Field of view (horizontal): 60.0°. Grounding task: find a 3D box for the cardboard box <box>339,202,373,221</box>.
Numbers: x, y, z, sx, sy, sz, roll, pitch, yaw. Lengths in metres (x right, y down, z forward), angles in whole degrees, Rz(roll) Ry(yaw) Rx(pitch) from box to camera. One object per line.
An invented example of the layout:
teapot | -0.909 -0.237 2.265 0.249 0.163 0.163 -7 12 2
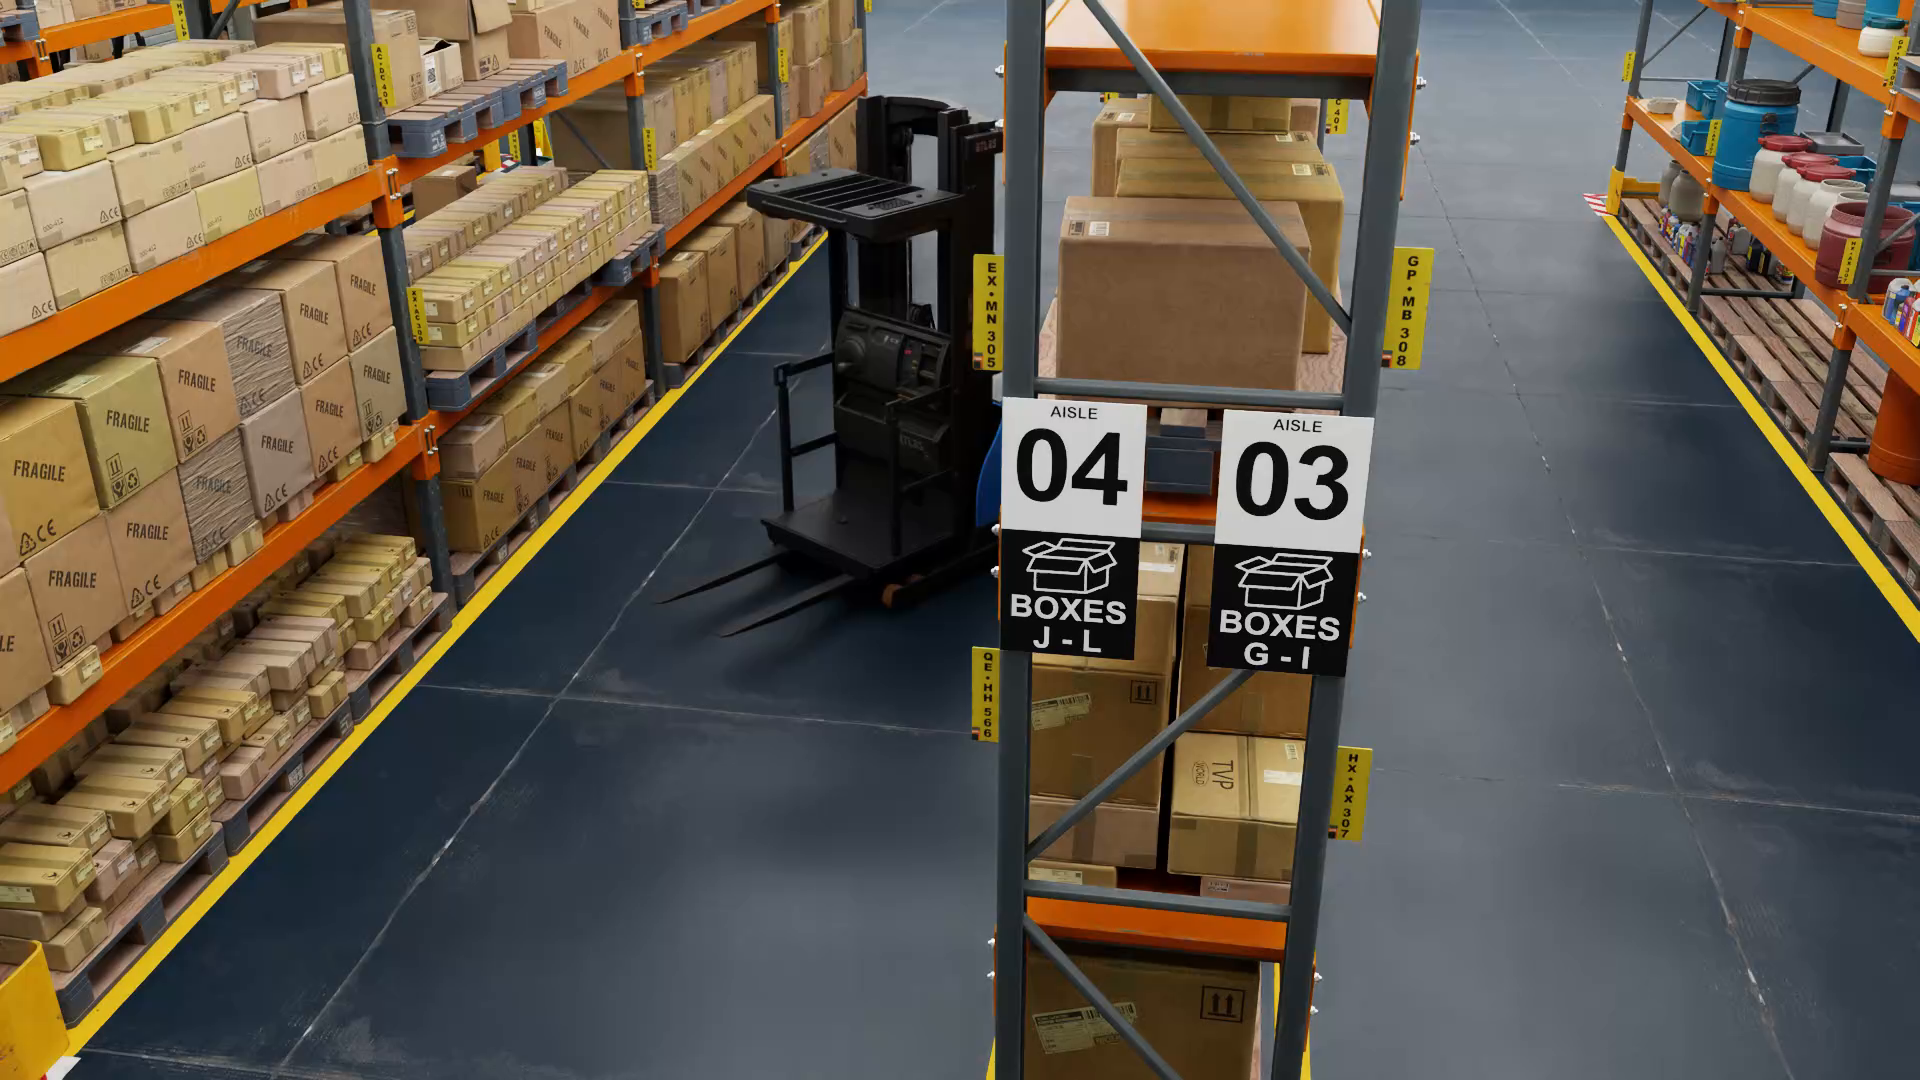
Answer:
cardboard box | -6.834 -3.731 18.430 0.500 0.250 0.500 3 25 6

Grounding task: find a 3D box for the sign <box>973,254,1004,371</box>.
sign | 0.086 -0.619 4.546 0.100 0.325 0.005 4 25 9

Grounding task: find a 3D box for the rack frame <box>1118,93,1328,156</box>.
rack frame | 1.273 -3.242 7.562 1.000 3.000 0.127 4 25 9

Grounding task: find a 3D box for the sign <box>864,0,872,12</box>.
sign | -1.110 -6.518 19.992 0.100 0.325 0.005 4 25 9

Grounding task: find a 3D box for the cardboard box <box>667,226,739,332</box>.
cardboard box | -2.623 -2.370 14.933 1.050 0.750 0.750 4 25 9

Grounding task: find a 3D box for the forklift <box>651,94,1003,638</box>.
forklift | -0.573 -1.135 10.217 1.130 2.935 3.031 22 33 38

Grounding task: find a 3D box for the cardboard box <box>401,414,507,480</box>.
cardboard box | -3.223 -0.600 10.561 0.500 0.250 0.500 3 25 6

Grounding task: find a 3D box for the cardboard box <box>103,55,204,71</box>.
cardboard box | -3.953 -2.284 8.169 0.380 0.149 0.250 4 25 8

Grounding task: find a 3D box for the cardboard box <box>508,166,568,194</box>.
cardboard box | -3.218 -2.748 12.682 0.380 0.149 0.250 4 25 9

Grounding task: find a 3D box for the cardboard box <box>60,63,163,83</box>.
cardboard box | -4.040 -2.178 7.943 0.380 0.149 0.250 3 25 7

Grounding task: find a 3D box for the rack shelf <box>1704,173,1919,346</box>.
rack shelf | 7.140 -2.366 13.614 1.077 0.370 4.000 4 25 9

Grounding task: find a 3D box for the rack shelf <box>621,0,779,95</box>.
rack shelf | -2.624 -4.453 14.536 1.077 0.370 4.000 4 25 9

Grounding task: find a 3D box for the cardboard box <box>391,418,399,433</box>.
cardboard box | -3.420 -0.662 9.422 0.380 0.149 0.250 4 25 8

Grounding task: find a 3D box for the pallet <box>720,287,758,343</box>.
pallet | -2.545 -2.154 15.604 1.003 0.211 1.213 4 25 9

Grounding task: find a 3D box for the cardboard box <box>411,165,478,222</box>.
cardboard box | -5.436 -3.658 17.582 0.500 0.500 0.500 4 25 9

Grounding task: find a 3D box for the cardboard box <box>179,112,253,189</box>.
cardboard box | -3.606 -1.782 7.569 0.500 0.250 0.500 5 26 11

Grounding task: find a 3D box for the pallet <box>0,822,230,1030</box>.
pallet | -4.078 1.656 7.464 1.003 0.211 1.213 4 25 9

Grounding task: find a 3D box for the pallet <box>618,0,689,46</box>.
pallet | -2.897 -4.130 13.220 1.213 0.211 1.003 5 26 11

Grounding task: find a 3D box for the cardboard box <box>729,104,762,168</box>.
cardboard box | -2.201 -3.854 15.828 0.500 0.500 0.500 4 25 8

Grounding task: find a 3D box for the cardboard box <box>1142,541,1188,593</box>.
cardboard box | 0.772 0.011 7.514 0.500 0.250 0.500 5 25 10

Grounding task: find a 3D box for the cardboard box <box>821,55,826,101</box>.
cardboard box | -1.988 -5.158 18.554 0.875 0.550 0.500 4 25 9

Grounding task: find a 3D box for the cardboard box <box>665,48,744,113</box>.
cardboard box | -2.454 -4.332 15.669 0.700 0.500 0.500 4 25 8

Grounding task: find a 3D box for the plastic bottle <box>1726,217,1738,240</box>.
plastic bottle | 8.079 -3.275 17.394 0.061 0.283 0.133 4 25 9

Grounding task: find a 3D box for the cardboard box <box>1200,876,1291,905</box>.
cardboard box | 1.003 1.136 5.581 0.380 0.149 0.250 4 25 9

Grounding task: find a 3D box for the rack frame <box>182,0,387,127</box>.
rack frame | -3.604 -3.628 8.387 1.000 3.000 0.127 4 25 9

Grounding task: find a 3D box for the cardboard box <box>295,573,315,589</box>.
cardboard box | -3.932 0.297 9.595 0.380 0.149 0.250 4 25 9

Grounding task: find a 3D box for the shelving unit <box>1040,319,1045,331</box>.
shelving unit | 0.409 -1.048 12.136 0.258 1.200 0.189 7 -3 14

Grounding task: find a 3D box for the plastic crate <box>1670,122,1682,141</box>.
plastic crate | 7.482 -4.105 16.793 0.530 0.136 0.437 4 25 9

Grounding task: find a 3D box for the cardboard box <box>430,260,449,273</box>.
cardboard box | -3.564 -1.740 10.878 0.380 0.149 0.250 3 25 6

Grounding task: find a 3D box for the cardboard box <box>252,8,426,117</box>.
cardboard box | -3.434 -2.656 9.235 0.700 0.500 0.500 4 25 9

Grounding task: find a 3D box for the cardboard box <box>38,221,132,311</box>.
cardboard box | -3.770 -1.135 6.776 0.500 0.250 0.500 3 25 7

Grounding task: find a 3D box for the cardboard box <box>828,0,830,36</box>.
cardboard box | -1.966 -5.873 18.809 0.875 0.550 0.550 4 25 9

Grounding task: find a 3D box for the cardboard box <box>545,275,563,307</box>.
cardboard box | -2.878 -1.667 11.074 0.380 0.149 0.250 4 25 8

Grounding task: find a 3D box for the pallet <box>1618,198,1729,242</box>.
pallet | 8.016 -3.564 18.614 1.003 0.211 1.213 4 25 9

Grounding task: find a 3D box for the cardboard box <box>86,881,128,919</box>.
cardboard box | -3.894 1.551 7.266 0.380 0.149 0.250 4 25 8

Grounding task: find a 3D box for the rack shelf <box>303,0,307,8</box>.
rack shelf | -6.870 -6.427 18.753 1.077 0.370 4.000 4 25 9

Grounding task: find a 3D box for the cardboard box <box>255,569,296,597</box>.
cardboard box | -3.961 0.270 9.300 0.380 0.149 0.250 4 25 8

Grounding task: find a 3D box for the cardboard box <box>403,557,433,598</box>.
cardboard box | -3.342 0.209 9.782 0.380 0.149 0.250 5 25 10

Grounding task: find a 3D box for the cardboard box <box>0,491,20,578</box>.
cardboard box | -3.923 -0.040 6.150 0.500 0.500 0.500 4 25 8

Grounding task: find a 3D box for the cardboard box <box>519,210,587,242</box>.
cardboard box | -2.792 -2.153 11.410 0.380 0.149 0.250 5 26 11

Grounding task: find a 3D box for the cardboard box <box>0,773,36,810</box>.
cardboard box | -4.407 1.136 7.450 0.380 0.149 0.250 3 25 7

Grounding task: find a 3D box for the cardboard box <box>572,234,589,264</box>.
cardboard box | -2.791 -2.017 11.472 0.380 0.149 0.250 5 25 10

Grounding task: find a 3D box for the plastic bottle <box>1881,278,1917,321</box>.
plastic bottle | 6.423 -1.640 11.362 0.152 0.276 0.135 4 25 9

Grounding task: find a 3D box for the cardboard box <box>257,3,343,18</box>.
cardboard box | -6.911 -5.360 17.514 0.700 0.500 0.500 4 25 8

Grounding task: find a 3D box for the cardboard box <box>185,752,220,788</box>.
cardboard box | -3.767 1.090 7.899 0.380 0.149 0.250 3 25 6

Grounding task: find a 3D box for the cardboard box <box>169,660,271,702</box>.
cardboard box | -3.695 0.734 8.309 0.380 0.149 0.250 4 25 9

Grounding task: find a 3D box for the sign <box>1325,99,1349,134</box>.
sign | 1.820 -2.116 7.991 0.100 0.325 0.005 4 25 9

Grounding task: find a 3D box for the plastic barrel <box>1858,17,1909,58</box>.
plastic barrel | 6.790 -3.699 12.239 0.301 0.262 0.301 0 25 0

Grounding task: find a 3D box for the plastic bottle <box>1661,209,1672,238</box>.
plastic bottle | 7.461 -3.340 17.532 0.061 0.283 0.133 4 25 9

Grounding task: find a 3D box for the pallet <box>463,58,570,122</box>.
pallet | -3.232 -2.869 10.525 1.213 0.211 1.003 4 25 9

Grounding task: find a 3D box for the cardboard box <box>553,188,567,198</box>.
cardboard box | -3.227 -2.607 12.732 0.380 0.149 0.250 5 26 11

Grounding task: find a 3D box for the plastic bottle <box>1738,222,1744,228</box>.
plastic bottle | 8.162 -3.207 17.256 0.152 0.276 0.135 3 25 7

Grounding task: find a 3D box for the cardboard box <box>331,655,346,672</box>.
cardboard box | -3.599 0.697 9.090 0.380 0.149 0.250 3 25 7

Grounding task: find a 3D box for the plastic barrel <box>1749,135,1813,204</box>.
plastic barrel | 7.094 -3.205 14.398 0.433 0.535 0.433 0 25 0

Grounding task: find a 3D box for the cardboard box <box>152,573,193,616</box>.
cardboard box | -3.740 0.214 7.551 0.380 0.149 0.250 4 25 7

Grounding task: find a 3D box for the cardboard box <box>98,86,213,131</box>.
cardboard box | -3.571 -1.916 7.384 0.380 0.149 0.250 4 25 8

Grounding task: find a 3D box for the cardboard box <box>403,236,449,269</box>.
cardboard box | -3.558 -1.871 10.809 0.380 0.149 0.250 3 25 7

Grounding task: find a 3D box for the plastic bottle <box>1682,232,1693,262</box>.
plastic bottle | 7.304 -2.938 16.673 0.061 0.283 0.133 6 26 12
